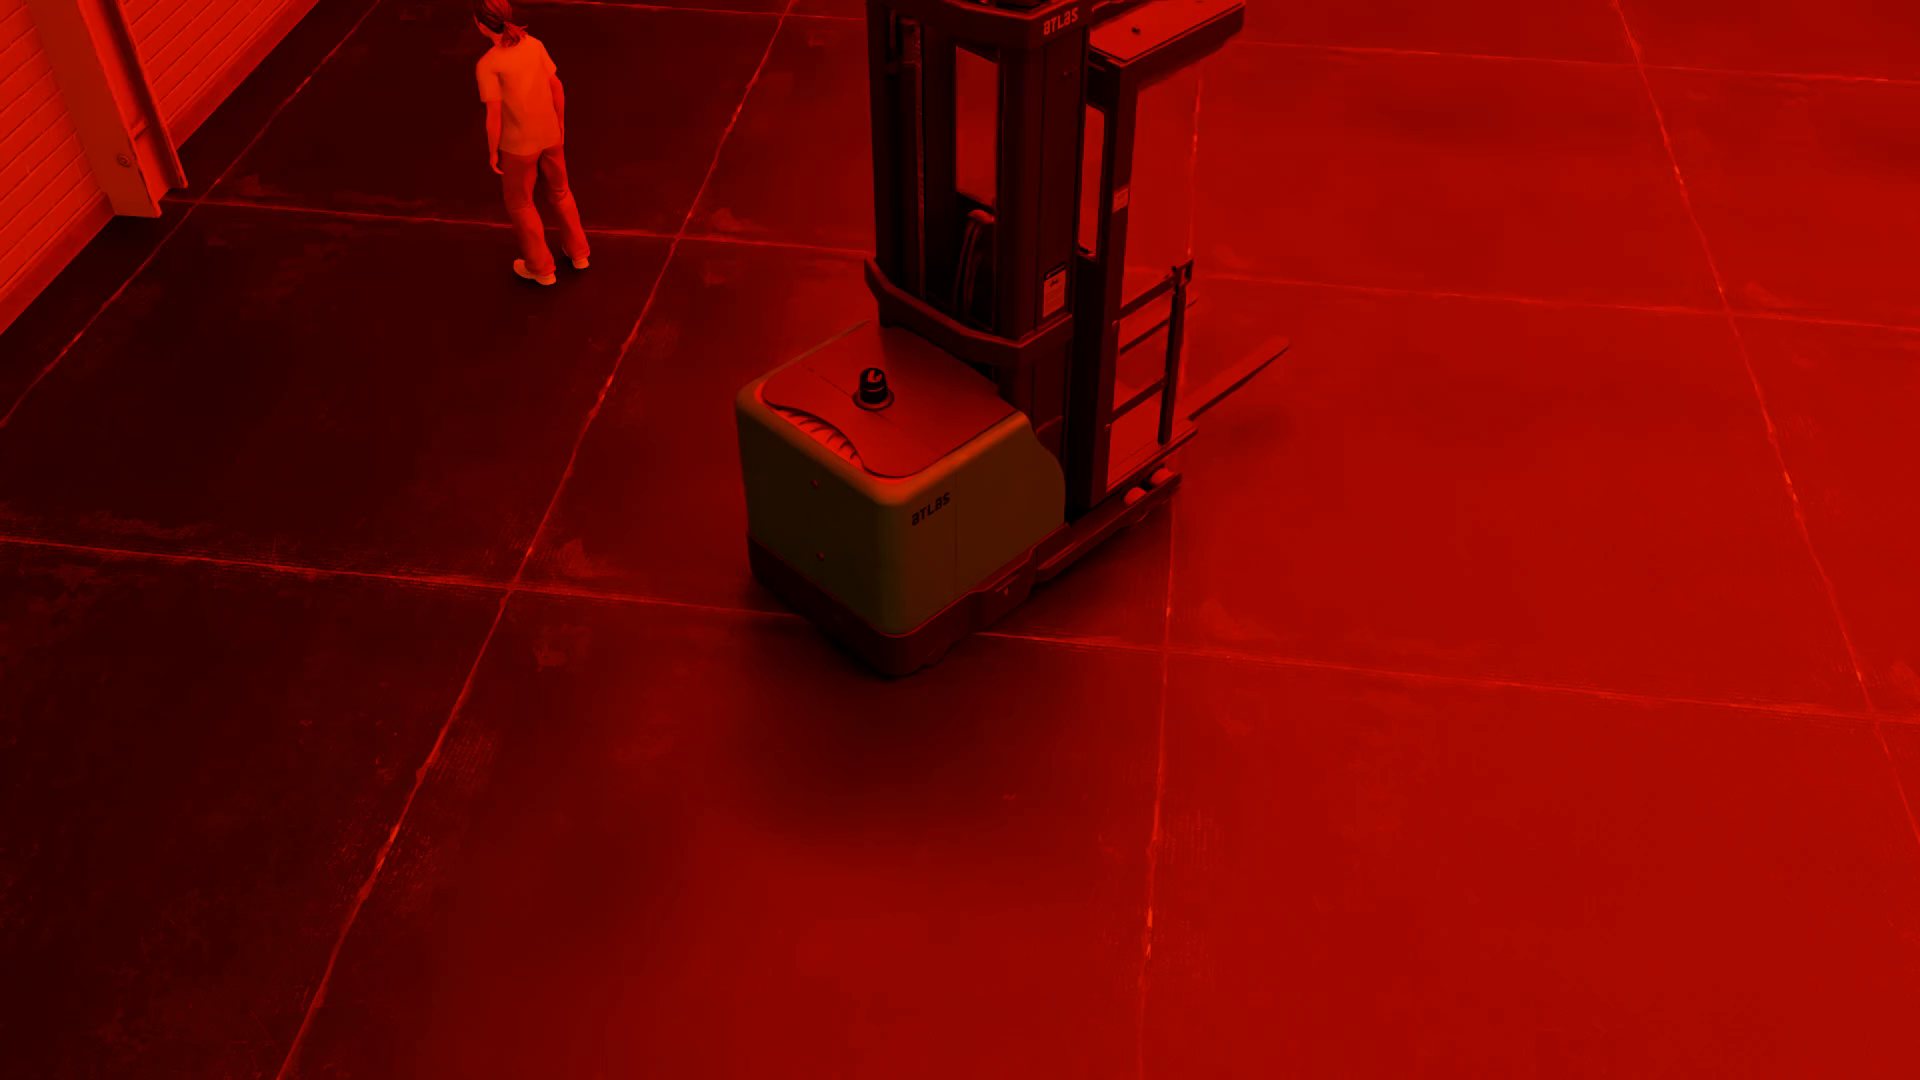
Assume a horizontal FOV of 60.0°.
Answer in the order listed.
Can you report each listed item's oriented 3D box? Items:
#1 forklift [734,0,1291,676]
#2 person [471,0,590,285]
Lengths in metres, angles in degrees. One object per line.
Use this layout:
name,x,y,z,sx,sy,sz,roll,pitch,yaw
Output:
forklift,0.427,-1.388,7.236,1.130,2.935,3.031,34,52,31
person,-2.349,-2.165,9.013,0.365,1.671,0.516,32,51,30
